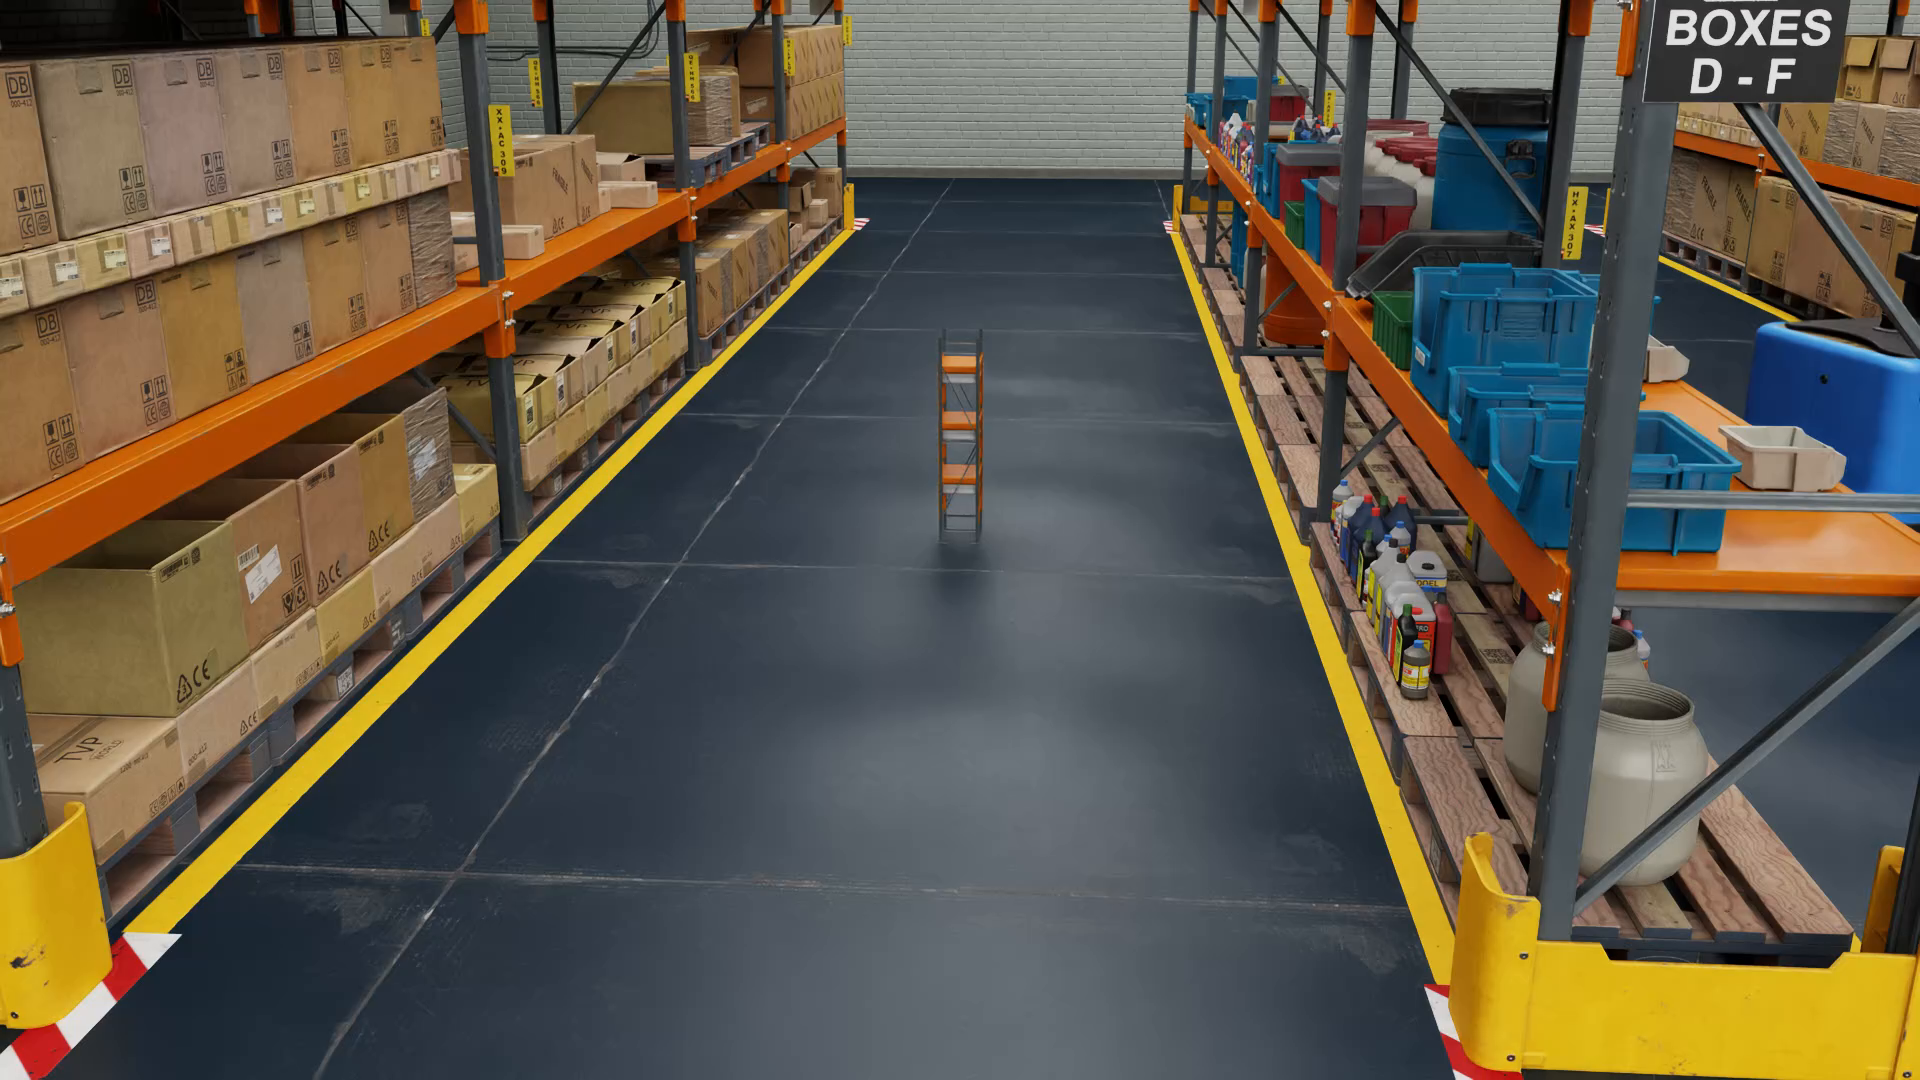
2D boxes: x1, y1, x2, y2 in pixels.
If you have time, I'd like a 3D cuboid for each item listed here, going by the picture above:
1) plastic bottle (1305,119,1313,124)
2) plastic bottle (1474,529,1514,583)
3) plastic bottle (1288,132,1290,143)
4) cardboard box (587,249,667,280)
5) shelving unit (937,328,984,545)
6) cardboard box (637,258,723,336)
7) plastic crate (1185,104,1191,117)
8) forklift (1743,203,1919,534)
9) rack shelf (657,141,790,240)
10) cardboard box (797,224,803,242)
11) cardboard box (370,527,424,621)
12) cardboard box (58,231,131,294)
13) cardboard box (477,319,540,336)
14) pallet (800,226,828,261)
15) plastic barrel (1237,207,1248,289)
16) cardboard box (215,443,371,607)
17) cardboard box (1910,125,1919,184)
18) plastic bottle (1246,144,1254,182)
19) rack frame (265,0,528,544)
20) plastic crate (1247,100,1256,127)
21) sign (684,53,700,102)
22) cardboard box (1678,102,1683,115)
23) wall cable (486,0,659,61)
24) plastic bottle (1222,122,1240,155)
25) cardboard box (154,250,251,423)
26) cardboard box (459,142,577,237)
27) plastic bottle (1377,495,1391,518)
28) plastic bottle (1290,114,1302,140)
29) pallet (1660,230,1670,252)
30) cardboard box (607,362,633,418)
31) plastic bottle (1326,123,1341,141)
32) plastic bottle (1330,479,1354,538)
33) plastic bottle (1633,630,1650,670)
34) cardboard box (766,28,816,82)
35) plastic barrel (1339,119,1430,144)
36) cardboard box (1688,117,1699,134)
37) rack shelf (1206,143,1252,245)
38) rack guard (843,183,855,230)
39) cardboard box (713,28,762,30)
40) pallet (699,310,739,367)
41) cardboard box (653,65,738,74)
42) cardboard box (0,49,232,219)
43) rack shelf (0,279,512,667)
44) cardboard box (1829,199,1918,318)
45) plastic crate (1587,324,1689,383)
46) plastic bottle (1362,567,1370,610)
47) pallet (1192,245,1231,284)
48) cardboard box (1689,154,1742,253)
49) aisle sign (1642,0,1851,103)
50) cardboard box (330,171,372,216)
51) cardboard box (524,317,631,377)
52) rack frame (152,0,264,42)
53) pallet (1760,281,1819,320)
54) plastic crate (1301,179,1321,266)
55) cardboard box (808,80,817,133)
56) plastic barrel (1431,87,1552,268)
[{"bbox_3d":[3.104,-3.619,14.851,0.152,0.276,0.135,1,18,4],"label":"plastic bottle"},{"bbox_3d":[2.314,0.032,7.174,0.152,0.276,0.135,1,18,4],"label":"plastic bottle"},{"bbox_3d":[2.978,-3.581,14.853,0.097,0.201,0.097,0,18,0],"label":"plastic bottle"},{"bbox_3d":[-2.584,-1.994,13.000,0.500,0.500,0.500,2,18,6],"label":"cardboard box"},{"bbox_3d":[0.004,-0.516,8.310,0.215,1.050,0.252,1,18,4],"label":"shelving unit"},{"bbox_3d":[-2.099,-1.834,12.509,0.500,0.500,0.500,2,18,6],"label":"cardboard box"},{"bbox_3d":[2.645,-4.786,18.540,0.250,0.136,0.298,1,18,4],"label":"plastic crate"},{"bbox_3d":[5.519,-1.420,8.049,3.031,2.935,1.130,-4,19,-13],"label":"forklift"},{"bbox_3d":[-2.274,-2.957,13.784,1.077,0.370,4.000,1,18,4],"label":"rack shelf"},{"bbox_3d":[-1.833,-3.177,17.145,0.380,0.166,0.250,1,18,4],"label":"cardboard box"},{"bbox_3d":[-2.586,0.132,6.946,0.500,0.250,0.500,1,18,4],"label":"cardboard box"},{"bbox_3d":[-2.712,-0.825,4.922,0.380,0.149,0.250,1,18,4],"label":"cardboard box"},{"bbox_3d":[-2.852,-1.199,10.107,0.500,0.311,0.500,1,18,3],"label":"cardboard box"},{"bbox_3d":[-1.995,-3.188,17.813,1.003,0.211,1.213,1,18,4],"label":"pallet"},{"bbox_3d":[2.703,-2.622,14.303,0.600,0.901,0.708,1,18,4],"label":"plastic barrel"},{"bbox_3d":[-2.620,-0.069,6.355,0.500,0.500,0.500,1,18,4],"label":"cardboard box"},{"bbox_3d":[7.293,-2.816,12.040,0.500,0.500,0.500,1,18,3],"label":"cardboard box"},{"bbox_3d":[2.184,-2.807,12.380,0.097,0.271,0.097,0,18,0],"label":"plastic bottle"},{"bbox_3d":[-2.704,-1.435,7.985,1.000,3.000,0.127,1,18,4],"label":"rack frame"},{"bbox_3d":[3.103,-4.250,16.671,0.437,0.282,0.530,1,18,4],"label":"plastic crate"},{"bbox_3d":[-1.863,-3.216,11.562,0.100,0.325,0.005,1,18,4],"label":"sign"},{"bbox_3d":[7.663,-4.549,17.252,0.500,0.250,0.500,1,18,2],"label":"cardboard box"},{"bbox_3d":[-6.023,-8.395,24.579,3.097,2.526,0.112,1,18,4],"label":"wall cable"},{"bbox_3d":[2.371,-3.500,14.487,0.152,0.276,0.135,1,18,4],"label":"plastic bottle"},{"bbox_3d":[-2.870,-0.702,5.588,0.700,0.500,0.500,1,18,4],"label":"cardboard box"},{"bbox_3d":[-2.559,-2.040,9.671,0.500,0.500,0.500,1,18,4],"label":"cardboard box"},{"bbox_3d":[1.887,-0.049,7.412,0.061,0.283,0.133,1,18,4],"label":"plastic bottle"},{"bbox_3d":[2.927,-3.495,14.351,0.144,0.351,0.185,1,18,4],"label":"plastic bottle"},{"bbox_3d":[8.058,-3.364,18.352,1.003,0.211,1.213,1,18,4],"label":"pallet"},{"bbox_3d":[-2.318,-0.925,10.171,0.500,0.250,0.500,2,18,5],"label":"cardboard box"},{"bbox_3d":[2.991,-3.150,13.297,0.144,0.351,0.185,1,18,4],"label":"plastic bottle"},{"bbox_3d":[1.776,-0.147,7.729,0.097,0.271,0.097,0,18,0],"label":"plastic bottle"},{"bbox_3d":[2.390,0.450,5.907,0.097,0.271,0.097,0,18,0],"label":"plastic bottle"},{"bbox_3d":[-1.742,-4.902,16.801,0.500,0.500,0.500,1,18,2],"label":"cardboard box"},{"bbox_3d":[2.792,-2.479,10.954,0.600,0.536,0.708,1,18,4],"label":"plastic barrel"},{"bbox_3d":[7.556,-4.158,16.699,0.380,0.149,0.250,2,18,5],"label":"cardboard box"},{"bbox_3d":[2.667,-2.845,13.443,1.077,0.370,4.000,1,18,4],"label":"rack shelf"},{"bbox_3d":[-1.849,-3.951,19.677,1.175,0.500,0.348,1,18,4],"label":"rack guard"},{"bbox_3d":[-2.282,-4.921,16.857,0.500,0.500,0.500,1,18,4],"label":"cardboard box"},{"bbox_3d":[-2.326,-1.583,12.916,1.003,0.211,1.213,1,18,4],"label":"pallet"},{"bbox_3d":[-2.387,-4.025,15.053,0.700,0.500,0.500,-5,19,-15],"label":"cardboard box"},{"bbox_3d":[-2.873,-1.338,5.445,0.700,0.500,0.500,1,18,4],"label":"cardboard box"},{"bbox_3d":[-2.847,-0.472,6.202,1.077,0.370,4.000,1,18,4],"label":"rack shelf"},{"bbox_3d":[7.605,-2.136,12.861,1.225,0.875,0.875,1,18,4],"label":"cardboard box"},{"bbox_3d":[2.373,-0.688,6.129,0.530,0.136,0.437,1,18,4],"label":"plastic crate"},{"bbox_3d":[1.707,0.185,6.829,0.097,0.201,0.097,0,18,0],"label":"plastic bottle"},{"bbox_3d":[2.824,-2.712,16.361,1.003,0.211,1.213,1,18,4],"label":"pallet"},{"bbox_3d":[7.942,-3.370,16.628,0.875,0.875,0.875,1,18,4],"label":"cardboard box"},{"bbox_3d":[1.648,-1.301,3.400,0.394,0.787,0.004,1,18,4],"label":"aisle sign"},{"bbox_3d":[-2.584,-1.386,6.632,0.380,0.149,0.250,1,18,4],"label":"cardboard box"},{"bbox_3d":[-2.317,-1.195,10.093,0.500,0.311,0.500,2,18,5],"label":"cardboard box"},{"bbox_3d":[-7.072,-4.029,15.902,1.000,3.000,0.127,1,18,4],"label":"rack frame"},{"bbox_3d":[7.770,-2.131,14.587,1.003,0.211,1.213,1,18,4],"label":"pallet"},{"bbox_3d":[2.005,-1.665,8.714,0.392,0.384,0.575,1,18,4],"label":"plastic crate"},{"bbox_3d":[-1.750,-4.434,16.977,0.500,0.500,0.500,1,18,4],"label":"cardboard box"},{"bbox_3d":[2.566,-1.675,7.912,0.600,0.901,0.708,1,18,4],"label":"plastic barrel"}]
